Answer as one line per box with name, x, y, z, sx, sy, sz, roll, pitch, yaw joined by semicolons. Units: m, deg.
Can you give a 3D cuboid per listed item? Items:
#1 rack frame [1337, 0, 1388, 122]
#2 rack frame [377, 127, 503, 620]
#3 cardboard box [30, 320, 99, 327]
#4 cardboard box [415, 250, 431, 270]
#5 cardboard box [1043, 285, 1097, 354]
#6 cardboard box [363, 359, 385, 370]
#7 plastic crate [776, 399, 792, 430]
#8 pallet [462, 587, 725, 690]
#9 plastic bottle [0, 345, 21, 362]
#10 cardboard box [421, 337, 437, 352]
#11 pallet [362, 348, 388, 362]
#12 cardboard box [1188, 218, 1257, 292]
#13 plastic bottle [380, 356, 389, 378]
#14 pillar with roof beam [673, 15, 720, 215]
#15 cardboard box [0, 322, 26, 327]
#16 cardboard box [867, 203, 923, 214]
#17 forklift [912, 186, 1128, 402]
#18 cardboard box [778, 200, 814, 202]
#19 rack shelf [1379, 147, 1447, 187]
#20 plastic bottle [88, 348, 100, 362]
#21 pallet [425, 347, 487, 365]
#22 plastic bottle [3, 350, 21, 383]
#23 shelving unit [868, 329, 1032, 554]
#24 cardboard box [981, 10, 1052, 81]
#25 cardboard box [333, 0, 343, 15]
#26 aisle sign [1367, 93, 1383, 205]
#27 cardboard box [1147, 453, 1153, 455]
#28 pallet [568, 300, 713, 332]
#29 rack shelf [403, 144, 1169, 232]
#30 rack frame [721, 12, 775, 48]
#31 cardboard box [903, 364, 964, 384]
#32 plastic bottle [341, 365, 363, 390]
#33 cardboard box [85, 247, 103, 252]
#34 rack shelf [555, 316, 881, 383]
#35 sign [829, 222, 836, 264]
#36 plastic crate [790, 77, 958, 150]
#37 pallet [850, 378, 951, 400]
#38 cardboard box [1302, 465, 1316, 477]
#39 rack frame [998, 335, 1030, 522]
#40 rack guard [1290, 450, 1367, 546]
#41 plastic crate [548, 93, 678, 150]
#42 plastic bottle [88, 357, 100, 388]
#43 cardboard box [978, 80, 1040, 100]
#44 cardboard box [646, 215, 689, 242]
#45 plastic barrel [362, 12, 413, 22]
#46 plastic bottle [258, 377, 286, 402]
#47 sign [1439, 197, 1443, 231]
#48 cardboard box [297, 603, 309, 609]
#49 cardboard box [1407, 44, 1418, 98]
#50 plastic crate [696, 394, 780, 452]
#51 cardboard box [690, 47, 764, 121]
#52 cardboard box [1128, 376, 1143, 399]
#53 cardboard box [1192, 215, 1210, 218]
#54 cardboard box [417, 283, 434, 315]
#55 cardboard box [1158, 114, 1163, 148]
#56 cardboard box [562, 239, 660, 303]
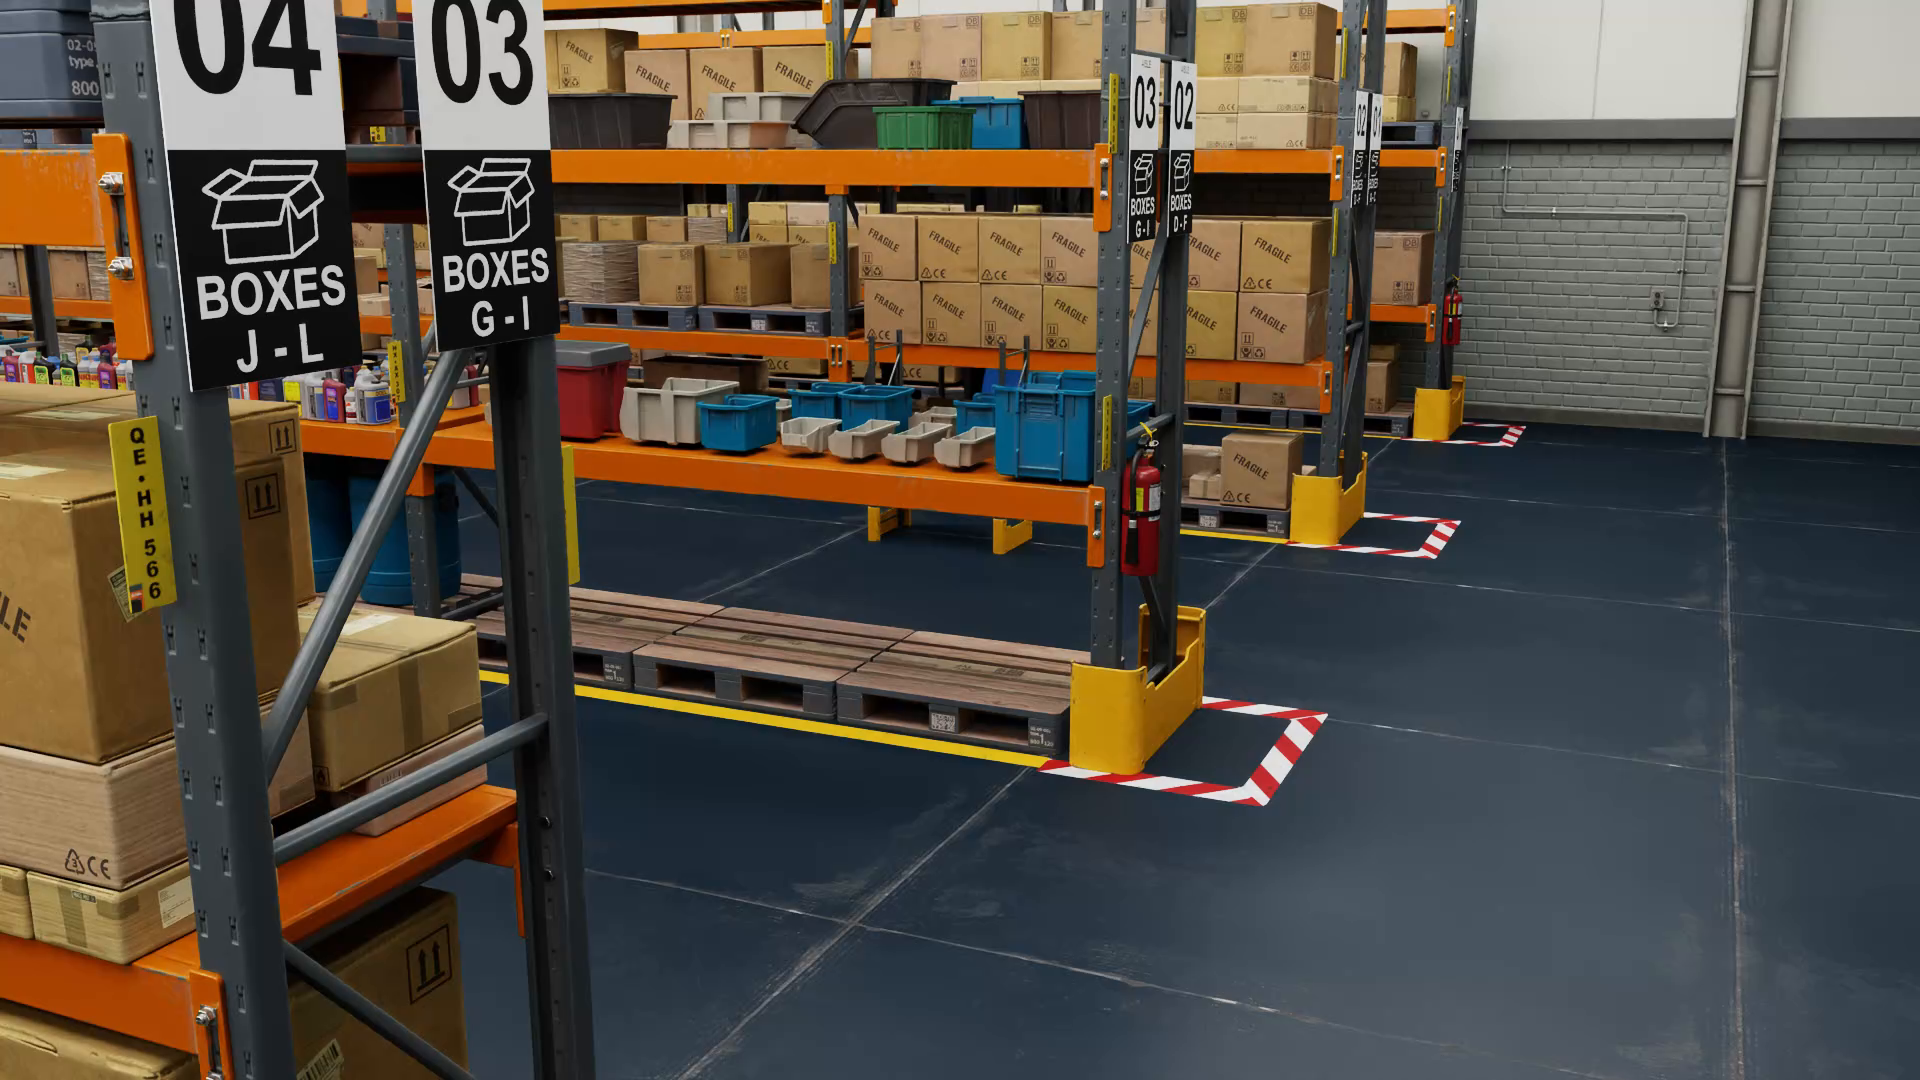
rack frame;2.867;-4.465;11.587;0.127;3.000;1.000;6;14;23
rack frame;-2.799;-0.881;9.442;0.127;3.000;1.000;6;14;23
cardboard box;-9.774;-2.133;18.236;0.500;0.500;0.500;6;14;23
cardboard box;-6.657;-3.607;21.347;0.500;0.250;0.500;6;14;23
cardboard box;0.957;-1.719;12.797;0.500;0.500;0.500;6;14;22
cardboard box;-5.756;-1.628;16.500;0.500;0.311;0.500;5;14;22
plastic crate;-1.086;-0.683;9.046;0.466;0.136;0.293;6;14;23
pallet;-2.111;0.537;9.505;1.213;0.211;1.003;6;14;23
plastic bottle;-6.130;-1.115;10.710;0.135;0.276;0.152;6;14;23
cardboard box;-7.066;-2.775;22.024;0.500;0.500;0.500;5;14;19
pallet;-7.849;-2.500;22.447;1.213;0.211;1.003;6;14;23
cardboard box;1.887;-2.111;12.276;0.500;0.500;0.500;6;15;25
plastic bottle;-3.498;-0.991;10.193;0.097;0.271;0.097;0;13;0
pillar with roof beam;-5.026;-5.643;16.603;0.400;9.000;9.100;6;14;23
cardboard box;-10.441;-2.071;17.971;0.500;0.500;0.500;6;14;23
cardboard box;-0.714;-3.652;18.695;0.500;0.250;0.500;5;14;22
forklift;0.369;-2.515;16.556;1.130;2.935;3.031;-9;16;-34
cardboard box;-1.924;-3.901;19.756;0.500;0.250;0.500;6;15;25
rack shelf;3.042;-3.875;17.211;4.000;0.370;1.077;6;14;23
plastic bottle;-5.816;-1.191;11.200;0.097;0.201;0.097;0;13;0
pallet;-6.729;-2.387;21.967;1.213;0.211;1.003;6;14;23
plastic bottle;-5.910;-1.046;10.404;0.133;0.283;0.061;6;14;23
shelving unit;-0.070;-0.737;12.114;1.083;1.500;0.587;6;14;23
cardboard box;0.530;-3.753;12.708;0.500;0.500;0.700;6;14;23
cardboard box;-1.646;-1.275;3.200;0.500;0.500;0.700;5;14;20
aisle sign;3.049;-2.865;12.210;0.004;0.787;0.394;6;14;23
cardboard box;1.414;-0.513;12.933;0.500;0.250;0.500;6;14;23
pallet;-2.667;-2.013;14.686;1.213;0.211;1.003;6;14;23
rack shelf;-0.971;-1.806;8.393;4.000;0.370;1.077;6;14;23
rack frame;-2.444;-6.241;19.152;0.127;3.000;1.000;6;14;23
cardboard box;-0.248;-2.222;18.946;0.750;0.750;0.750;6;15;25
plastic bottle;-3.774;-1.029;10.330;0.133;0.283;0.061;6;14;23
cardboard box;-8.665;-3.023;16.934;0.250;0.149;0.380;5;14;22
rack shelf;-2.618;-1.750;14.720;4.000;0.370;1.077;6;14;23
sign;-1.011;-2.362;13.222;0.005;0.325;0.100;6;14;23
plastic crate;-0.428;-2.139;8.376;0.767;0.338;0.504;6;14;23
pallet;-0.642;-1.761;19.296;1.213;0.211;1.003;6;14;23
cardboard box;2.624;-0.482;13.019;0.250;0.149;0.380;6;14;23
rack frame;0.387;-0.691;11.917;0.032;1.500;0.500;6;14;23
rack guard;2.798;-0.335;12.588;0.348;0.500;1.175;6;14;23
plastic crate;-1.775;-2.105;8.380;0.590;0.269;0.497;6;14;23
plastic bottle;-5.252;-0.979;10.141;0.097;0.271;0.097;0;13;0
cardboard box;0.465;-3.354;12.651;0.500;0.250;0.500;6;14;23
cardboard box;-3.400;-3.670;20.149;0.500;0.500;0.700;4;14;18
plastic barrel;-3.179;-2.713;9.466;0.433;0.535;0.433;0;13;0
plastic bottle;-3.941;-0.890;9.592;0.185;0.351;0.144;6;14;23
sign;4.638;-3.147;16.046;0.005;0.325;0.100;6;14;23
cardboard box;-1.956;0.305;4.068;0.500;0.250;0.500;6;14;23
cardboard box;4.301;-4.703;16.715;0.500;0.500;0.500;5;14;21
plastic crate;-1.124;-0.595;8.458;0.300;0.233;0.416;6;14;23
cardboard box;-1.841;-3.796;13.944;0.600;0.600;0.600;6;14;23
cardboard box;1.855;-1.847;18.112;0.500;0.500;0.700;6;14;24
cardboard box;1.632;-2.271;12.957;0.500;0.500;0.500;6;14;24
cardboard box;-4.762;-2.284;15.619;0.500;0.311;0.500;7;15;27
cardboard box;1.376;-3.017;12.307;0.500;0.250;0.500;6;14;23
cardboard box;-3.067;-2.379;14.689;0.500;0.500;0.700;9;16;34
